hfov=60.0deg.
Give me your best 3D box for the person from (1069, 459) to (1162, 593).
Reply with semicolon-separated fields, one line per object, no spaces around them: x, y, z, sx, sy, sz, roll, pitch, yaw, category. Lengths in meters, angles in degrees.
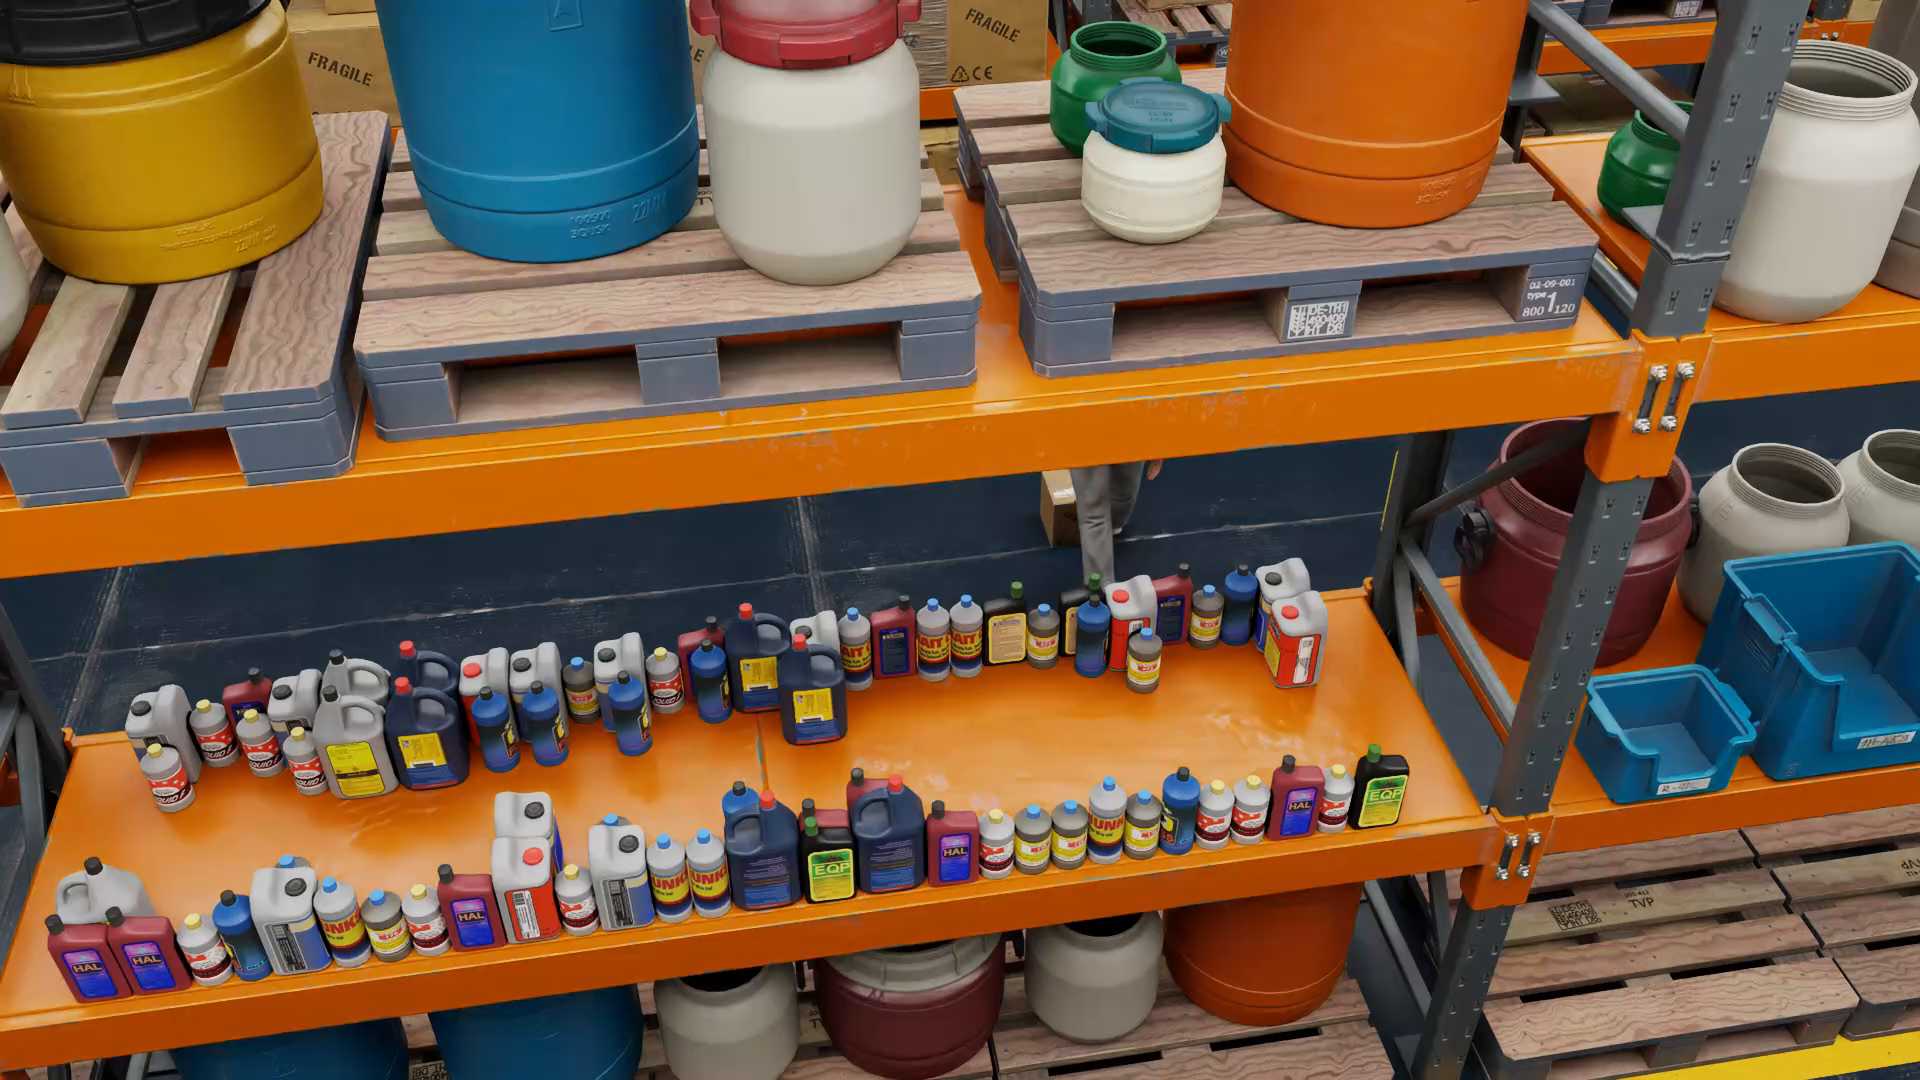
0.578;-0.509;6.776;0.450;1.630;0.939;-3;39;-4;person
